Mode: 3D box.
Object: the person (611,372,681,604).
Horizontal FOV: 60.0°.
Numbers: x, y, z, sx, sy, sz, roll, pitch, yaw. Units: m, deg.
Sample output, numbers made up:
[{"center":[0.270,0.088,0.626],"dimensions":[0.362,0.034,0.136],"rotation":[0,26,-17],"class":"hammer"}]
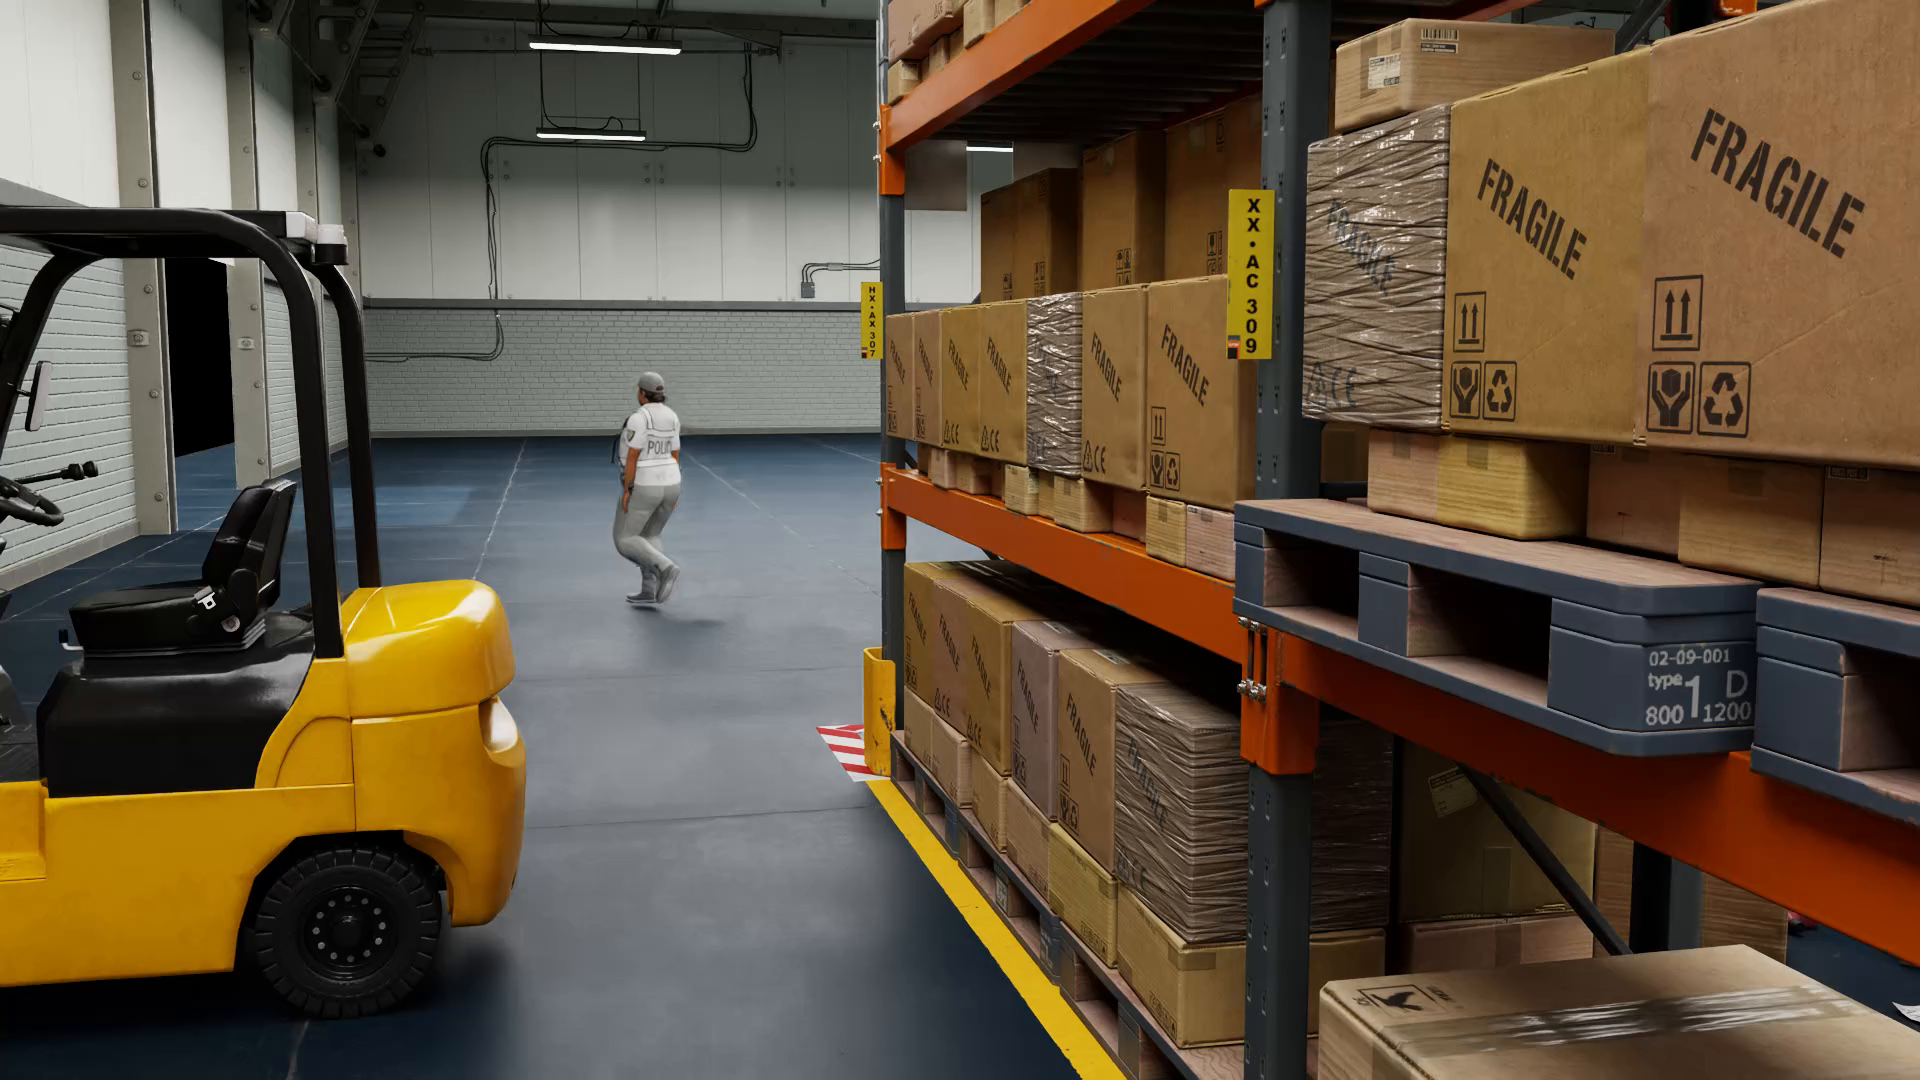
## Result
[{"center":[-2.163,-0.354,11.710],"dimensions":[0.620,1.649,0.485],"rotation":[4,7,30],"class":"person"}]
